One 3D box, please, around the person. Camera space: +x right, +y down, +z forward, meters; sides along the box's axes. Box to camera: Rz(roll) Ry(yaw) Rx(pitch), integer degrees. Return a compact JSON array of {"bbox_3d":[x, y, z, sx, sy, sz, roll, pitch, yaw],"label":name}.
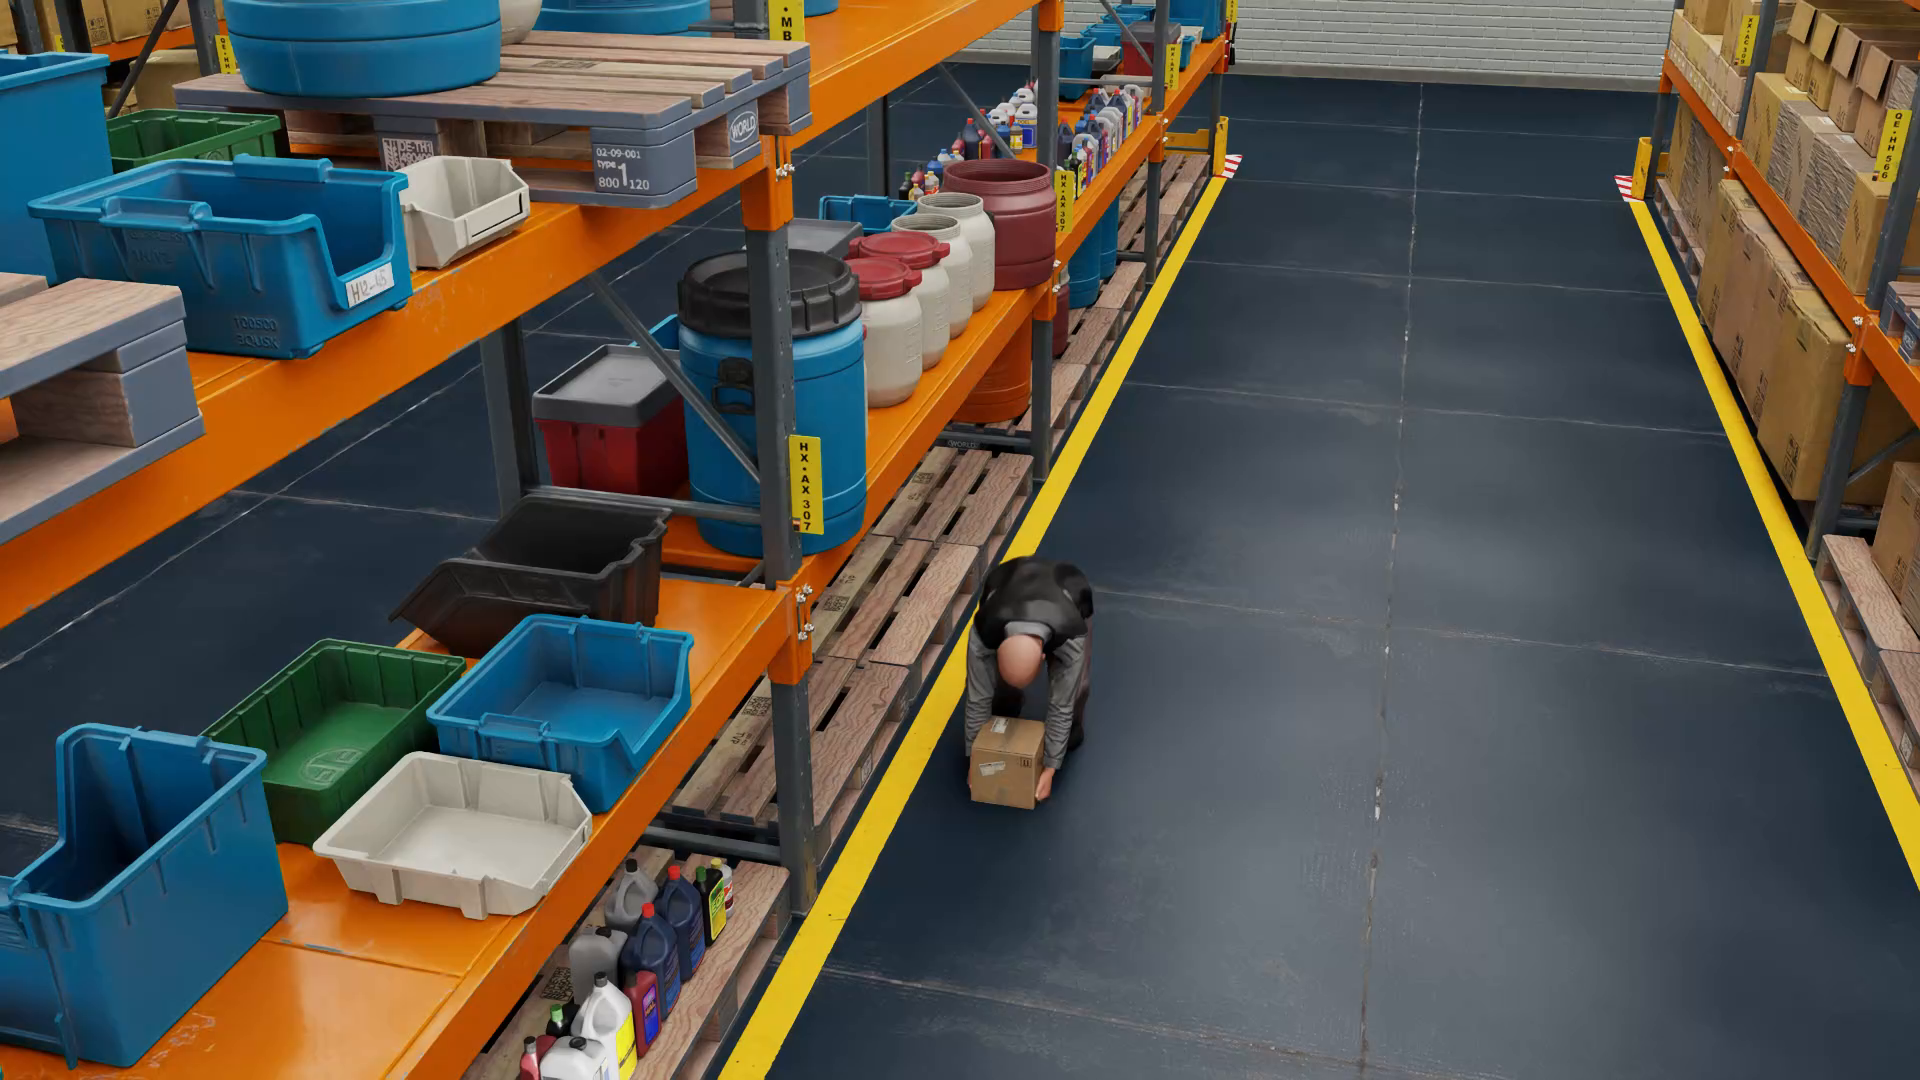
[{"bbox_3d":[0.282,0.514,6.675,0.506,0.796,0.943,6,26,12],"label":"person"}]
